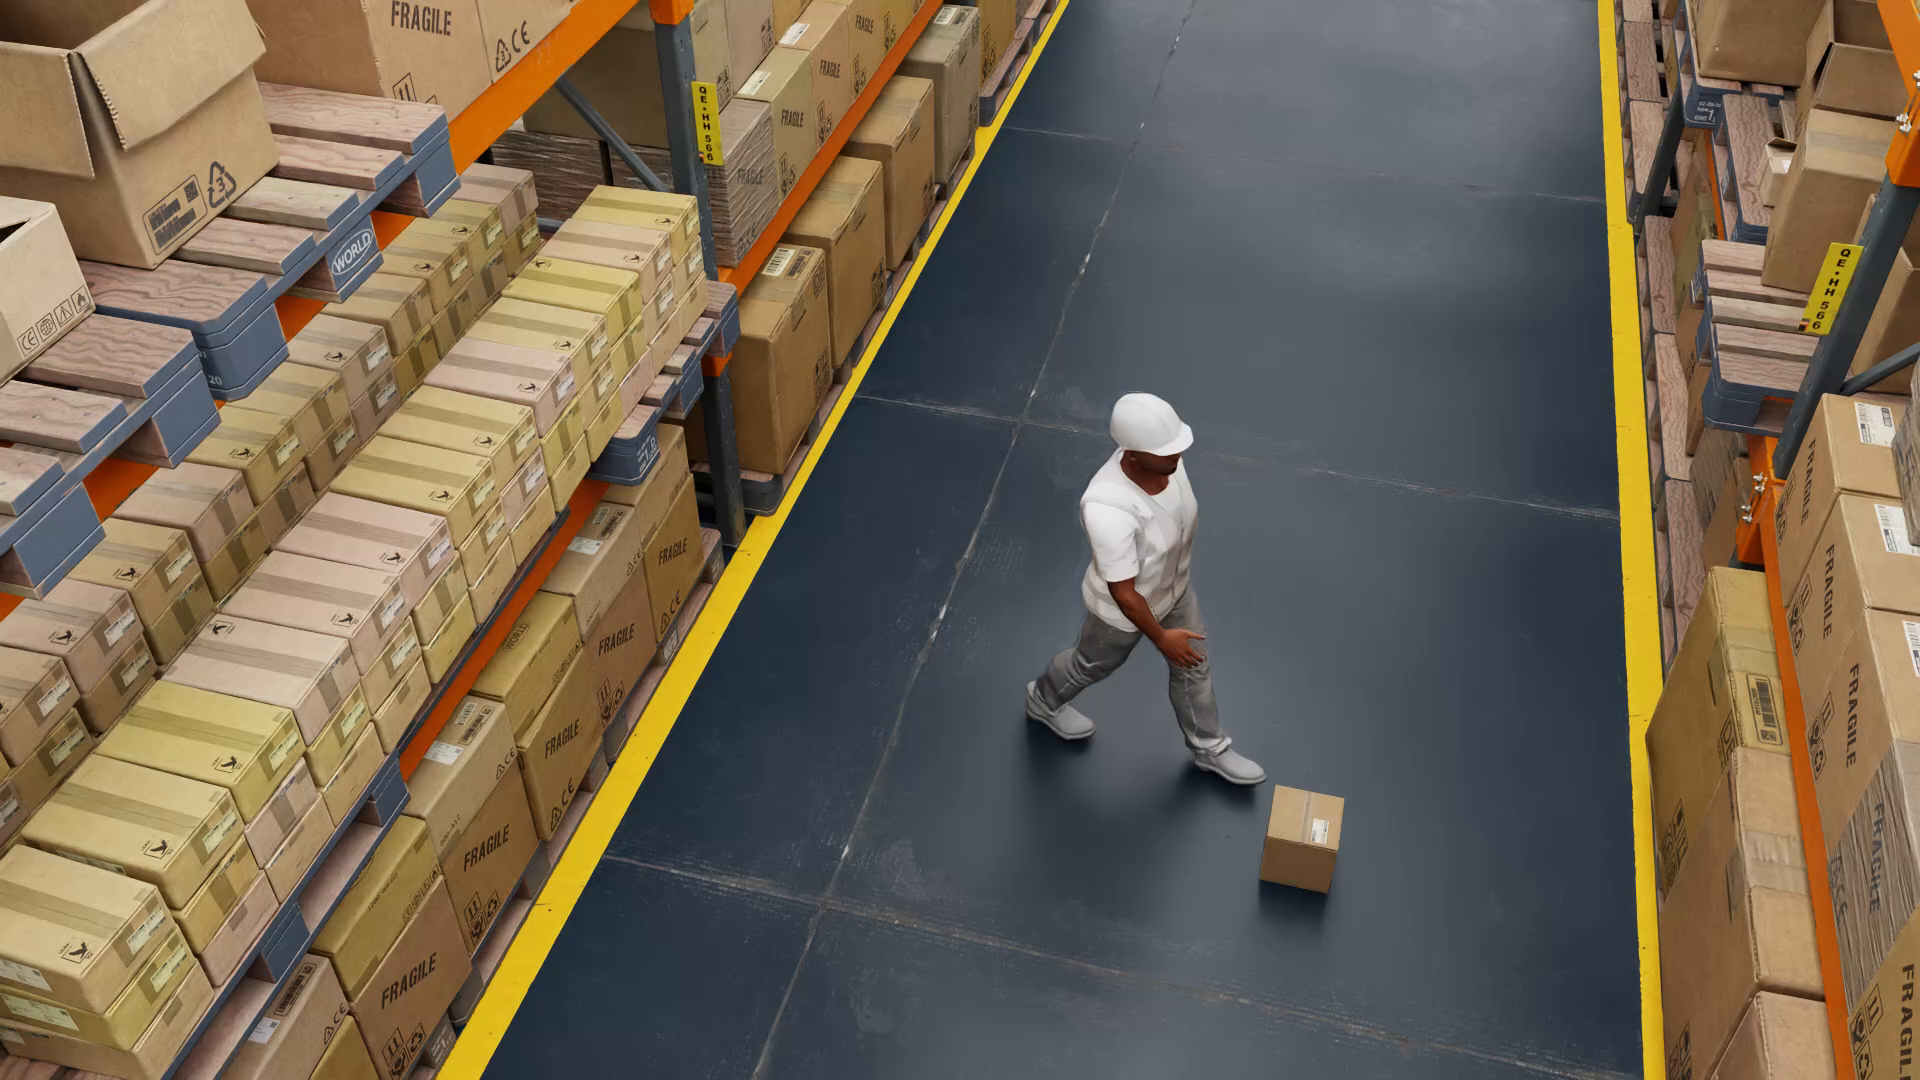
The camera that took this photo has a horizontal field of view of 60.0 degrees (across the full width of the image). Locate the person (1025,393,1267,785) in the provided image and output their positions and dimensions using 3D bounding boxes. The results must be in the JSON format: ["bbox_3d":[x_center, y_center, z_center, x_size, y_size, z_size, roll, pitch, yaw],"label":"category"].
[{"bbox_3d":[0.682,0.201,5.921,0.980,1.725,0.585,26,47,27],"label":"person"}]
